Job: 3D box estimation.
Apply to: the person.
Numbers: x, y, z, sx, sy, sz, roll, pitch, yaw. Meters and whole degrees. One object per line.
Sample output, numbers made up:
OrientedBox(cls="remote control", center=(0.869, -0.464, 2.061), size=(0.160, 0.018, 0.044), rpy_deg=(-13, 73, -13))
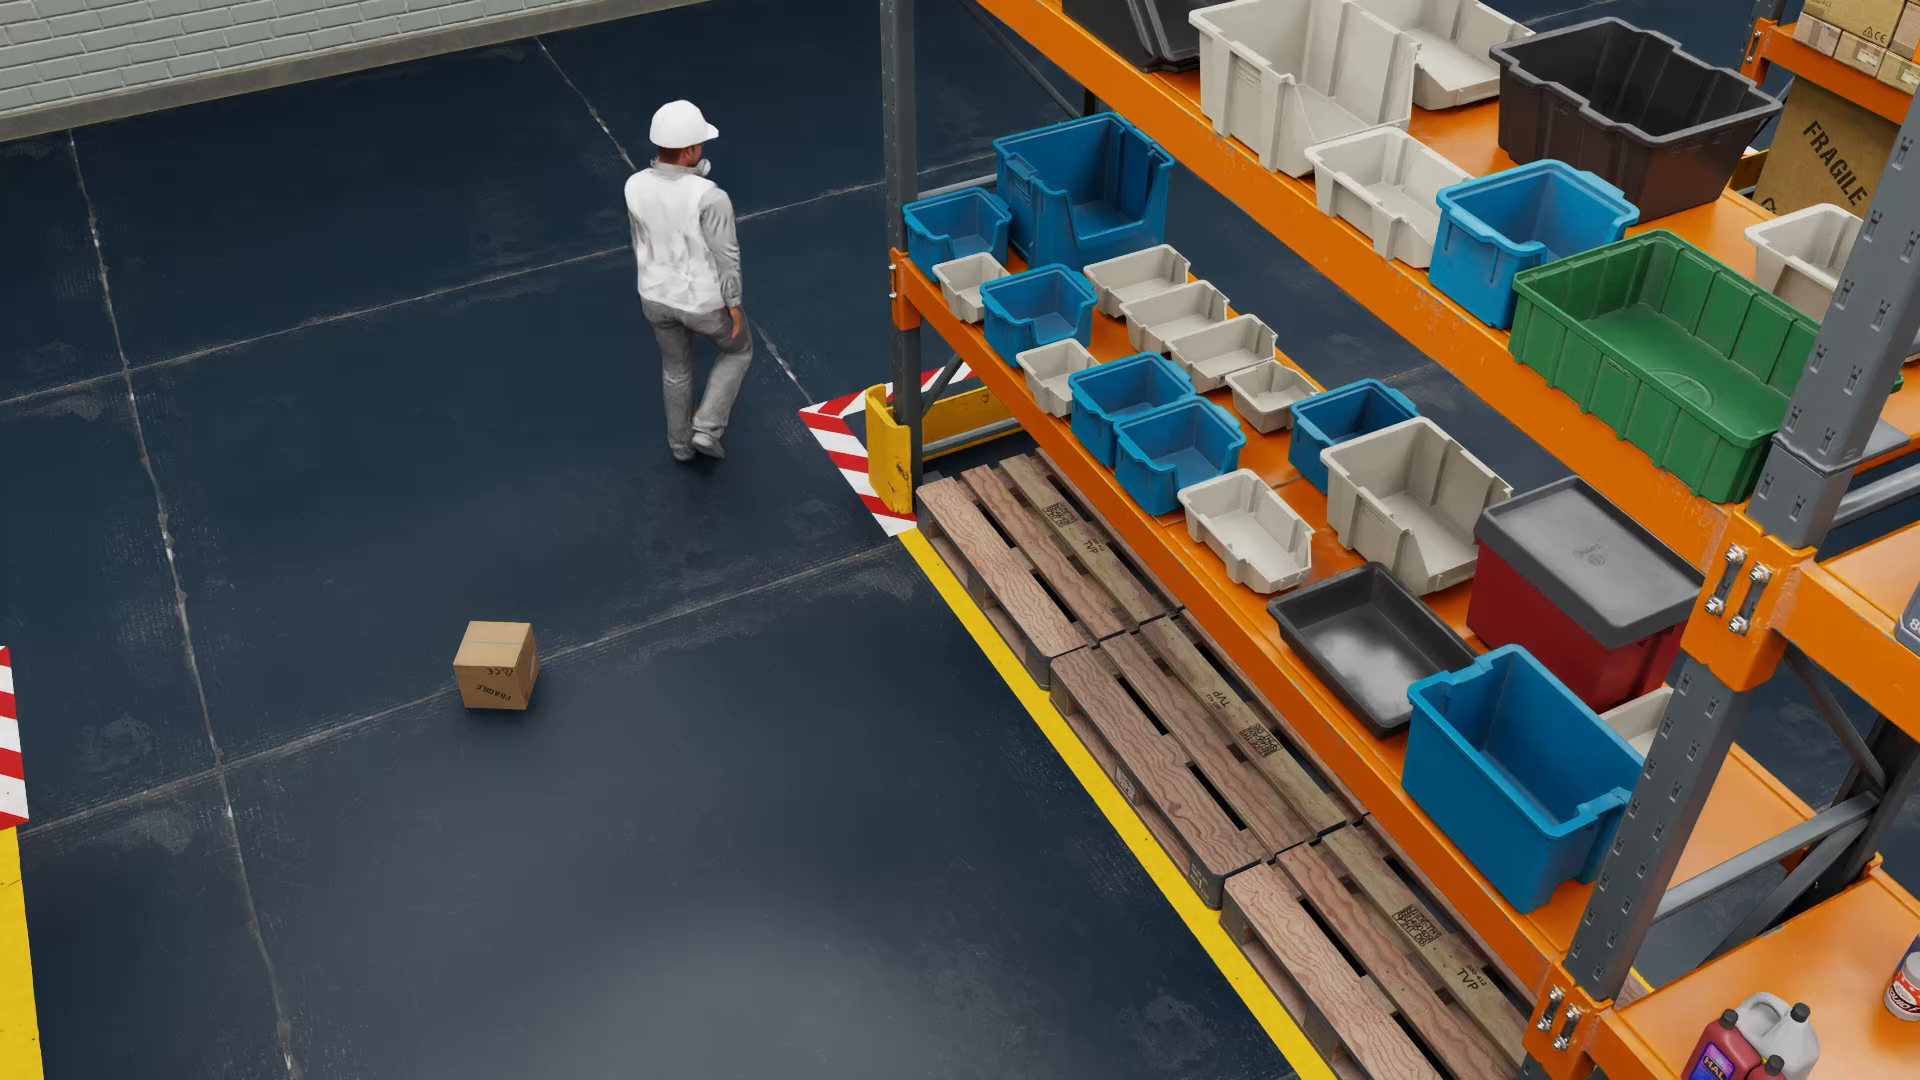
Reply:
OrientedBox(cls="person", center=(-1.190, -1.103, 7.393), size=(0.578, 1.781, 0.457), rpy_deg=(11, 42, 13))
